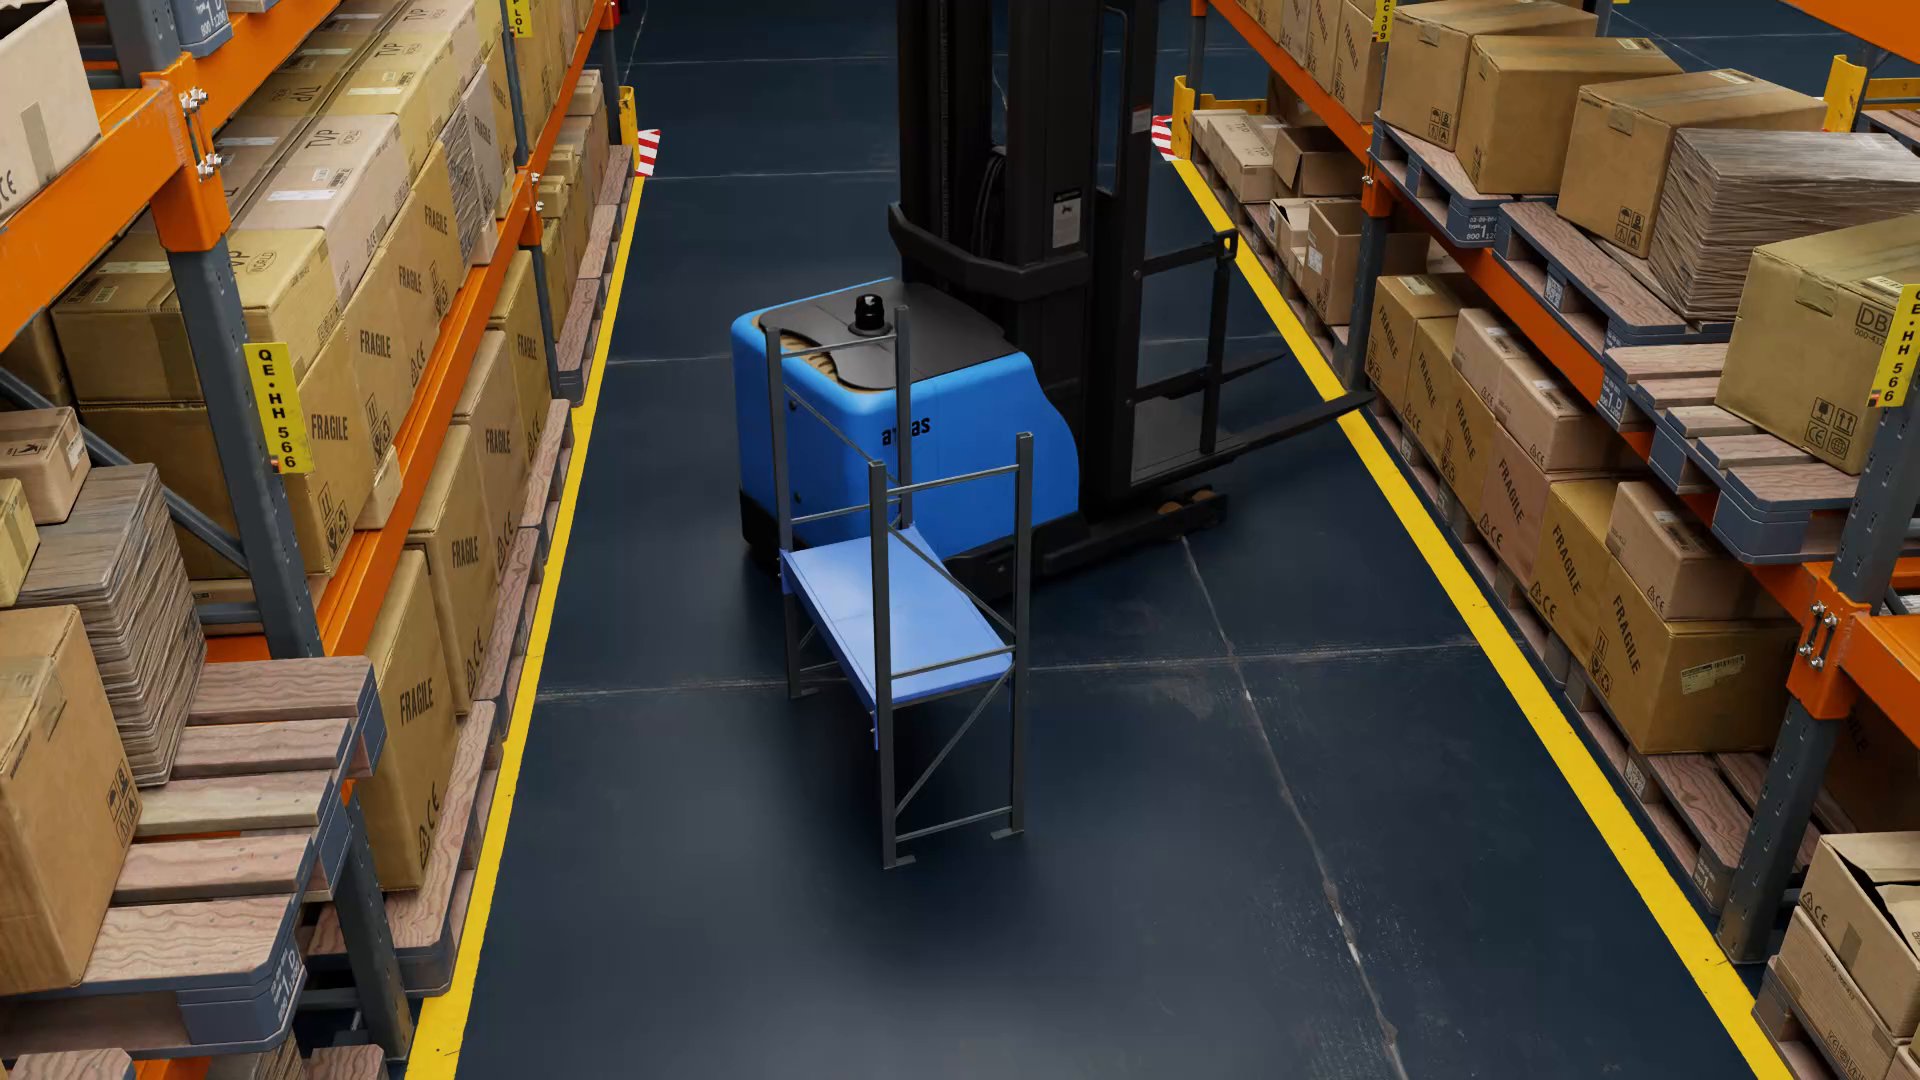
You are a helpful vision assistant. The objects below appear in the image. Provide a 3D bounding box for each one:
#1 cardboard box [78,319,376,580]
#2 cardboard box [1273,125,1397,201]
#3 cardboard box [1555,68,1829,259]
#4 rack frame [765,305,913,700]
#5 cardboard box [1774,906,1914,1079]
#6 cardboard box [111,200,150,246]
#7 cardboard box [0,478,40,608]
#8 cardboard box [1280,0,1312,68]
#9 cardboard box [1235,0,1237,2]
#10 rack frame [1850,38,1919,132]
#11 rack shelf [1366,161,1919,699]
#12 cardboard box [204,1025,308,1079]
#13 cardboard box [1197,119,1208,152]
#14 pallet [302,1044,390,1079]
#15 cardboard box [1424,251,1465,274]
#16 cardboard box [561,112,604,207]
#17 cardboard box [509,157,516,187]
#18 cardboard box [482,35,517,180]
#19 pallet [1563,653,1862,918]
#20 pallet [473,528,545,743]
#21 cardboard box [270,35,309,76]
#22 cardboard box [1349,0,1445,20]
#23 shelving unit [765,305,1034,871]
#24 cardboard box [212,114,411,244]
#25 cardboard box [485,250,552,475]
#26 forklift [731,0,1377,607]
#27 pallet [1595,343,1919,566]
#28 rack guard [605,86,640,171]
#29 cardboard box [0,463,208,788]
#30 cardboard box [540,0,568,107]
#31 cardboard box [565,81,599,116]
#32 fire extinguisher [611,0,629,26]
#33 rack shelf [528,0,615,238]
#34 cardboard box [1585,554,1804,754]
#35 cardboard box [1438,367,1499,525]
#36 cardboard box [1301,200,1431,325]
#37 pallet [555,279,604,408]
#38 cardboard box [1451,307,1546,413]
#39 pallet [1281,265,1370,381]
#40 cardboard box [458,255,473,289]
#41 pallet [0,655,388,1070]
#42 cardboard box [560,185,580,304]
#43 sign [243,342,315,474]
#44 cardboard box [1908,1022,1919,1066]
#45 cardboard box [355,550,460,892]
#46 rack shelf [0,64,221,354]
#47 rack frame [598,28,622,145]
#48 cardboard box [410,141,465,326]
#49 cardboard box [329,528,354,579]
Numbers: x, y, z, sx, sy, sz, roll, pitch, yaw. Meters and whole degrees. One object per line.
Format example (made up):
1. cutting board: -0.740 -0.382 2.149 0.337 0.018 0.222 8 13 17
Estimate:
1. cardboard box: -1.874 -0.241 4.321 0.500 0.500 0.500 -2 31 -3
2. cardboard box: 2.294 -2.159 9.945 0.797 0.503 0.637 -3 31 -5
3. cardboard box: 2.701 -1.407 6.174 0.700 0.500 0.500 -11 32 -17
4. rack frame: -0.410 -0.100 5.955 0.500 1.500 0.032 -12 33 -19
5. cardboard box: 2.605 1.241 4.519 0.500 0.250 0.500 -3 31 -5
6. cardboard box: -2.429 -0.786 4.503 0.500 0.250 0.500 -4 31 -6
7. cardboard box: -1.977 0.026 3.122 0.380 0.149 0.250 -8 32 -13
8. cardboard box: 2.072 -2.894 9.073 0.500 0.500 0.500 -2 31 -3
9. cardboard box: 1.933 -3.666 10.365 0.500 0.500 0.500 -3 31 -5
10. rack frame: 7.033 -4.361 11.625 1.000 3.000 0.127 -3 31 -5
11. rack shelf: 2.661 -0.753 6.287 1.077 0.370 4.000 -3 31 -5
12. cardboard box: -1.964 1.448 3.910 0.700 0.500 0.500 -2 31 -4
13. cardboard box: 1.821 -2.740 11.246 0.380 0.166 0.250 -3 31 -5
14. pallet: -2.012 1.795 4.040 1.003 0.211 1.213 -3 31 -5
15. cardboard box: 2.650 -1.342 8.765 0.500 0.311 0.500 -3 31 -5
16. cardboard box: -2.619 -2.385 10.346 0.700 0.500 0.500 -3 31 -5
17. cardboard box: -2.144 -1.585 7.205 0.380 0.149 0.250 -2 31 -4
18. cardboard box: -2.163 -1.799 6.930 0.500 0.500 0.500 -3 31 -5
19. pallet: 2.816 0.773 5.749 1.003 0.211 1.213 -3 31 -5
20. pallet: -2.193 0.368 6.428 1.003 0.211 1.213 -3 31 -5
21. cardboard box: -2.566 -1.575 5.824 0.500 0.250 0.500 -4 31 -6
22. cardboard box: 2.169 -2.801 7.942 0.500 0.500 0.500 -3 31 -4
23. shelving unit: -0.216 0.141 5.551 0.538 1.500 1.048 -12 33 -19
24. cardboard box: -1.971 -1.076 4.988 0.500 0.250 0.500 -3 31 -4
25. cardboard box: -2.267 -0.776 7.310 0.750 0.750 0.750 -2 31 -4
26. forklift: 0.568 -1.459 6.835 3.031 2.935 1.130 -20 36 -29
27. pallet: 2.715 -0.301 5.016 1.213 0.211 1.003 -3 31 -5
28. rack guard: -2.833 -2.825 11.492 1.175 0.500 0.348 -3 31 -5
29. cardboard box: -2.030 0.206 3.453 0.700 0.500 0.500 -6 31 -10
30. cardboard box: -2.555 -2.623 8.424 0.980 0.700 0.700 -4 31 -6
31. cardboard box: -2.448 -2.732 10.294 0.380 0.149 0.250 -2 31 -3
32. fire extinguisher: -2.386 -3.792 11.112 0.296 0.674 0.183 -3 31 -5
33. rack shelf: -2.644 -2.556 9.306 1.077 0.370 4.000 -3 31 -5
34. cardboard box: 2.527 0.377 5.702 0.500 0.500 0.500 -2 31 -3
35. cardboard box: 2.377 -0.413 7.025 0.500 0.500 0.500 -2 31 -4
36. cardboard box: 2.139 -1.476 8.805 0.500 0.500 0.500 -3 31 -5
37. pallet: -2.450 -1.039 8.783 1.003 0.211 1.213 -3 31 -5
38. cardboard box: 2.370 -0.752 6.860 0.500 0.250 0.500 -3 31 -4
39. pallet: 2.411 -1.236 9.114 1.003 0.211 1.213 -3 31 -5
40. cardboard box: -2.078 -1.063 6.331 0.380 0.149 0.250 -3 31 -5
41. pallet: -1.911 0.640 3.441 1.213 0.211 1.003 -3 31 -5
42. cardboard box: -2.469 -1.594 9.022 0.700 0.500 0.500 -3 31 -5
43. sign: -1.544 -0.295 3.768 0.100 0.325 0.005 -3 31 -5
44. cardboard box: 2.662 1.268 3.927 0.500 0.311 0.500 -3 31 -6
45. cardboard box: -2.022 0.559 5.075 0.750 0.750 0.750 -3 31 -5
46. rack shelf: -1.897 0.241 1.698 1.077 0.370 4.000 -3 31 -5
47. rack frame: -2.831 -3.886 10.831 1.000 3.000 0.127 -3 31 -5
48. cardboard box: -2.016 -1.028 5.638 0.500 0.500 0.500 -2 31 -3
49. cardboard box: -1.899 -0.011 4.568 0.380 0.149 0.250 -2 31 -4
